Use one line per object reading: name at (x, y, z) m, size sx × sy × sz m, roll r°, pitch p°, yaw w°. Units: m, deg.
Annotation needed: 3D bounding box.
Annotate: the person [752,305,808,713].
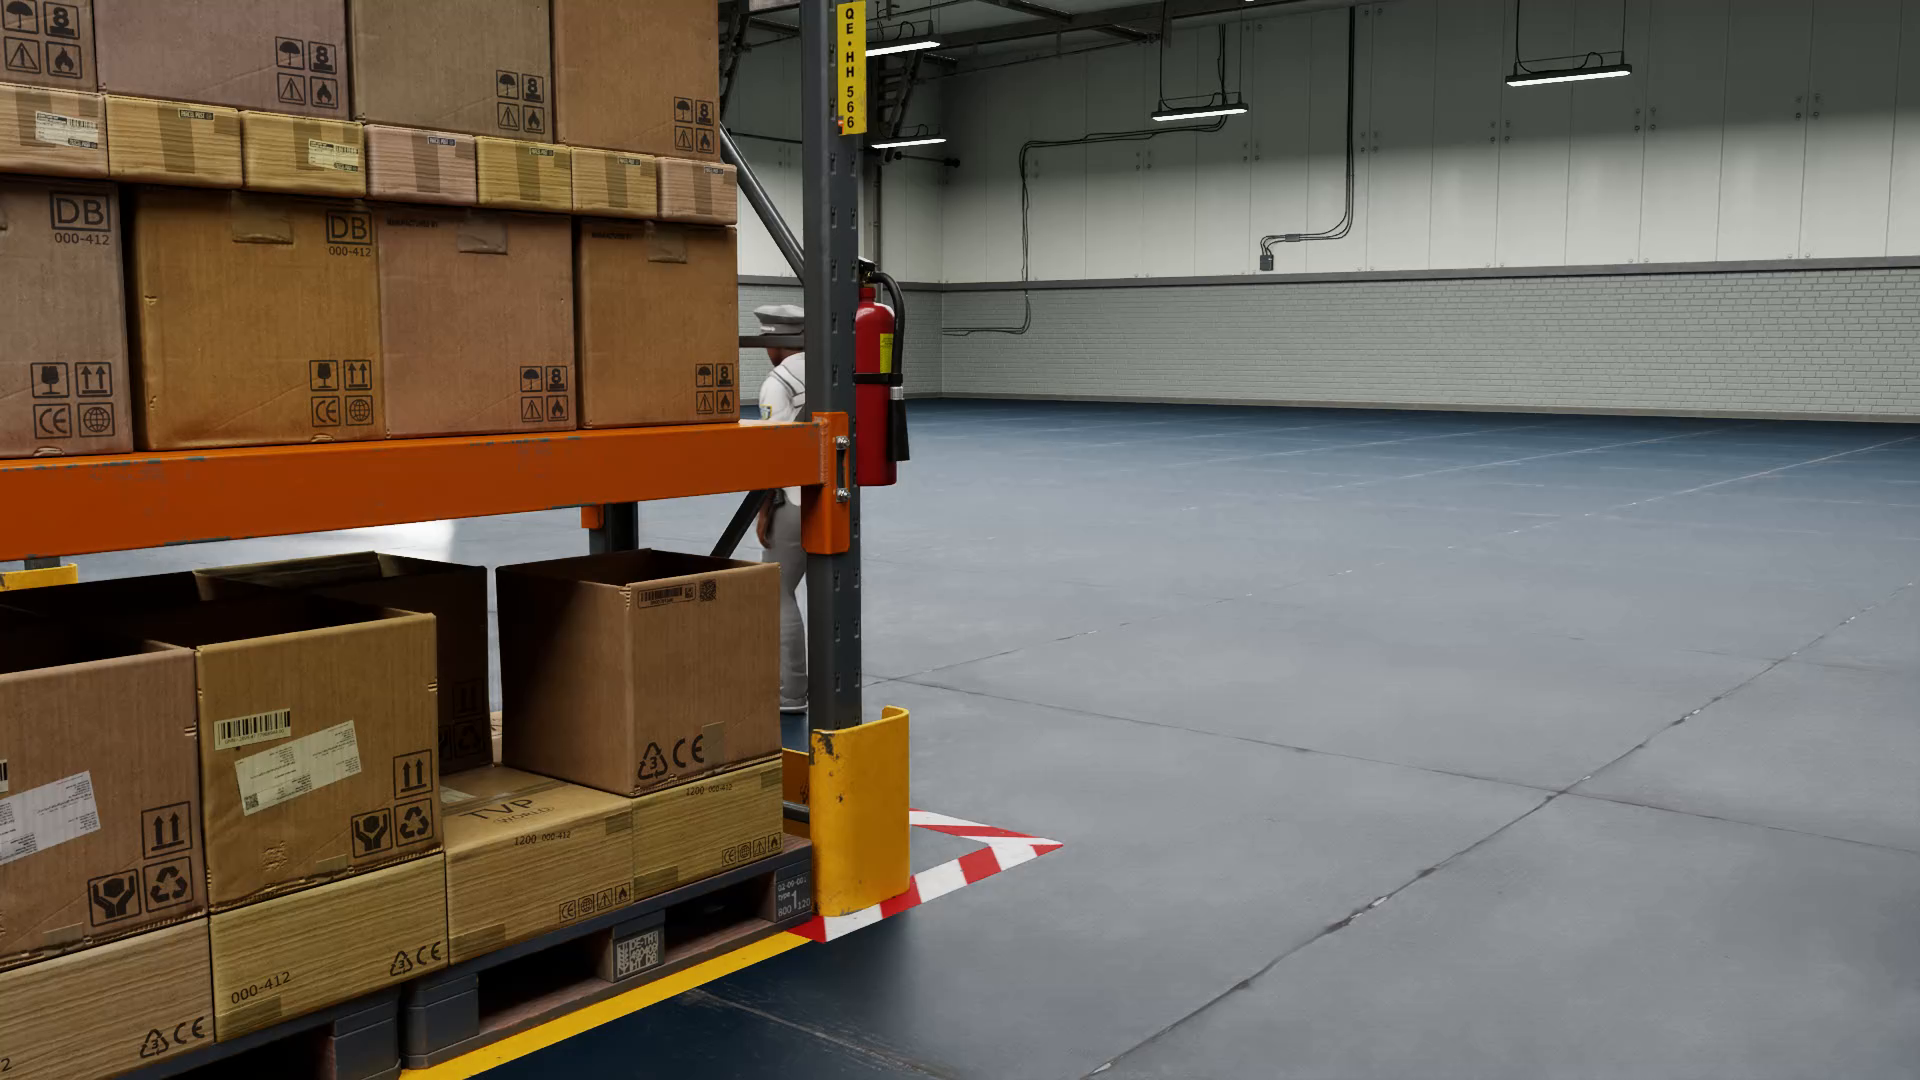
person at (-0.643, -0.124, 6.794) m, size 0.423 × 1.657 × 0.504 m, roll 5°, pitch 9°, yaw 38°
